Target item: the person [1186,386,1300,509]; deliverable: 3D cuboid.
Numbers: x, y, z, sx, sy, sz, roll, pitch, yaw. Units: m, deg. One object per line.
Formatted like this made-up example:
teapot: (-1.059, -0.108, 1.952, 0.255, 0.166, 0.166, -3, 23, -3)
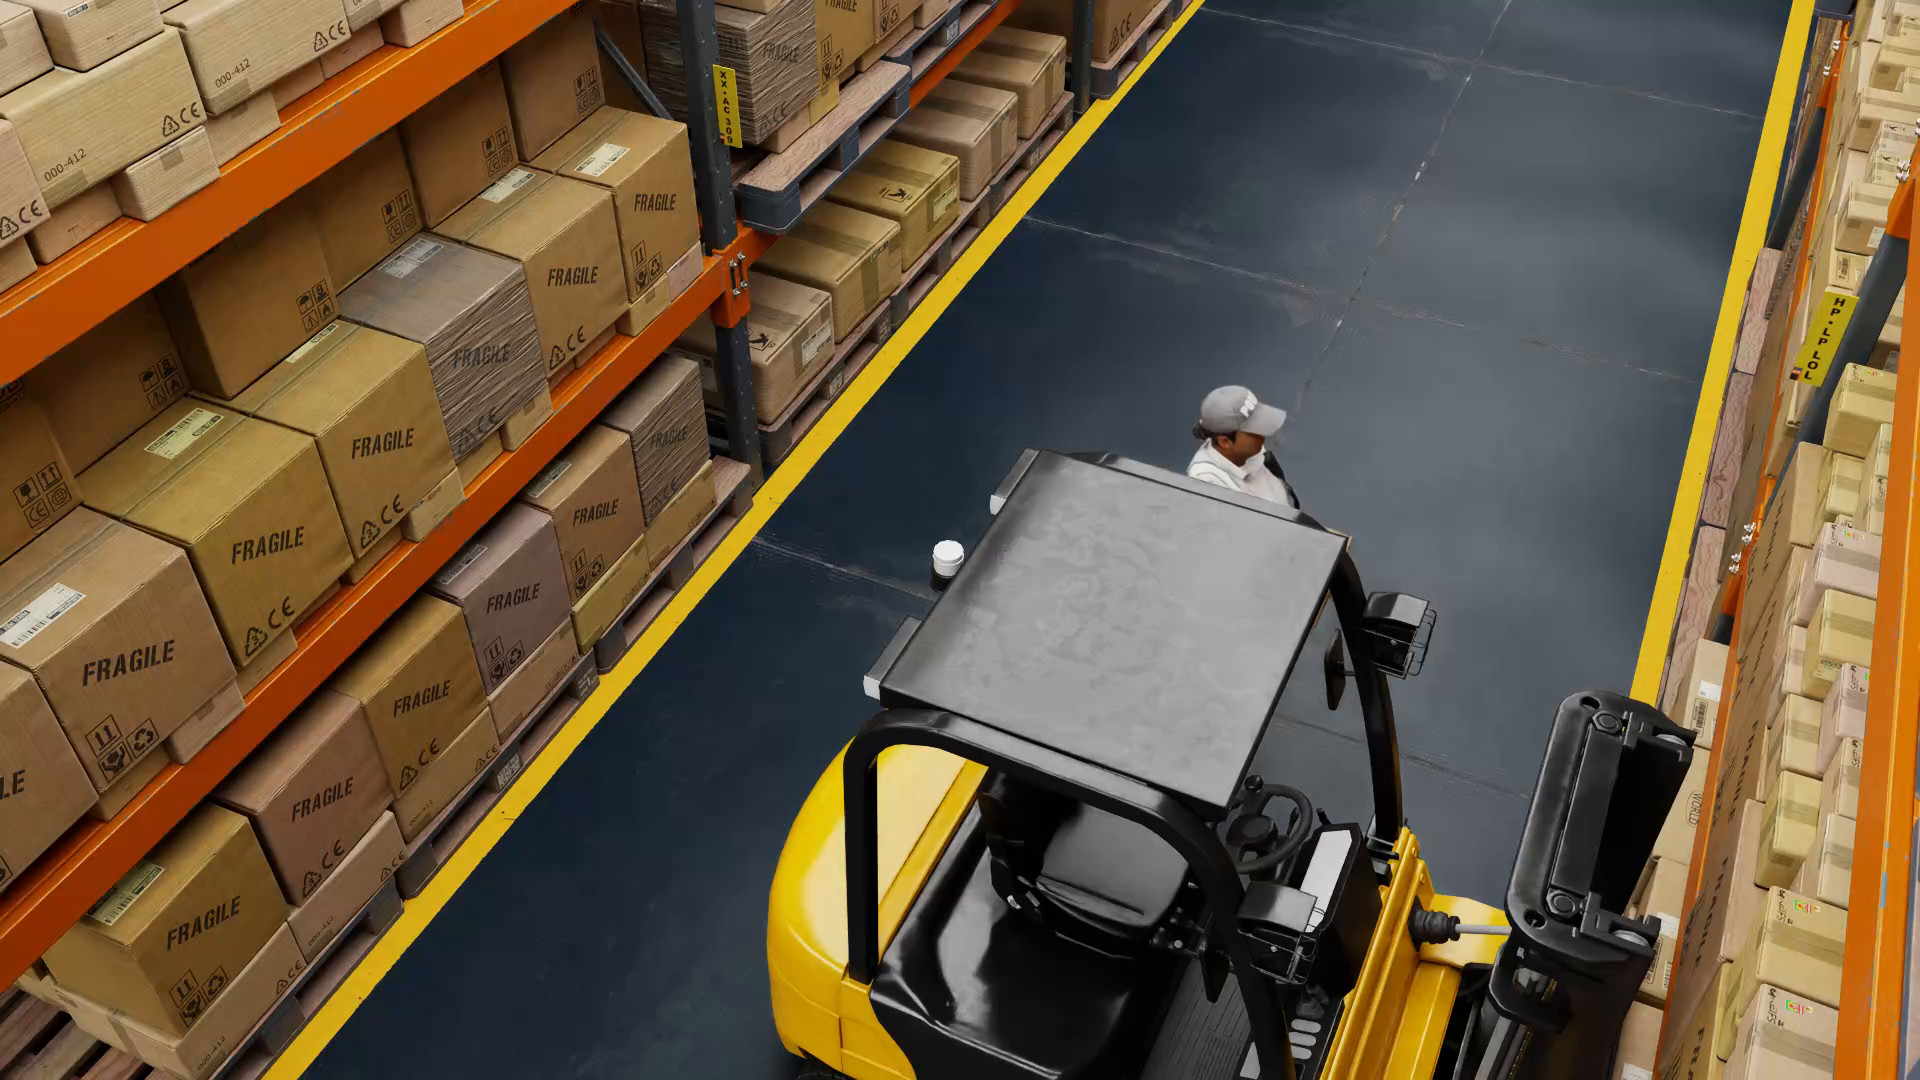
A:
person: (1.015, 0.167, 5.982, 0.535, 1.653, 0.452, 18, 45, 19)
